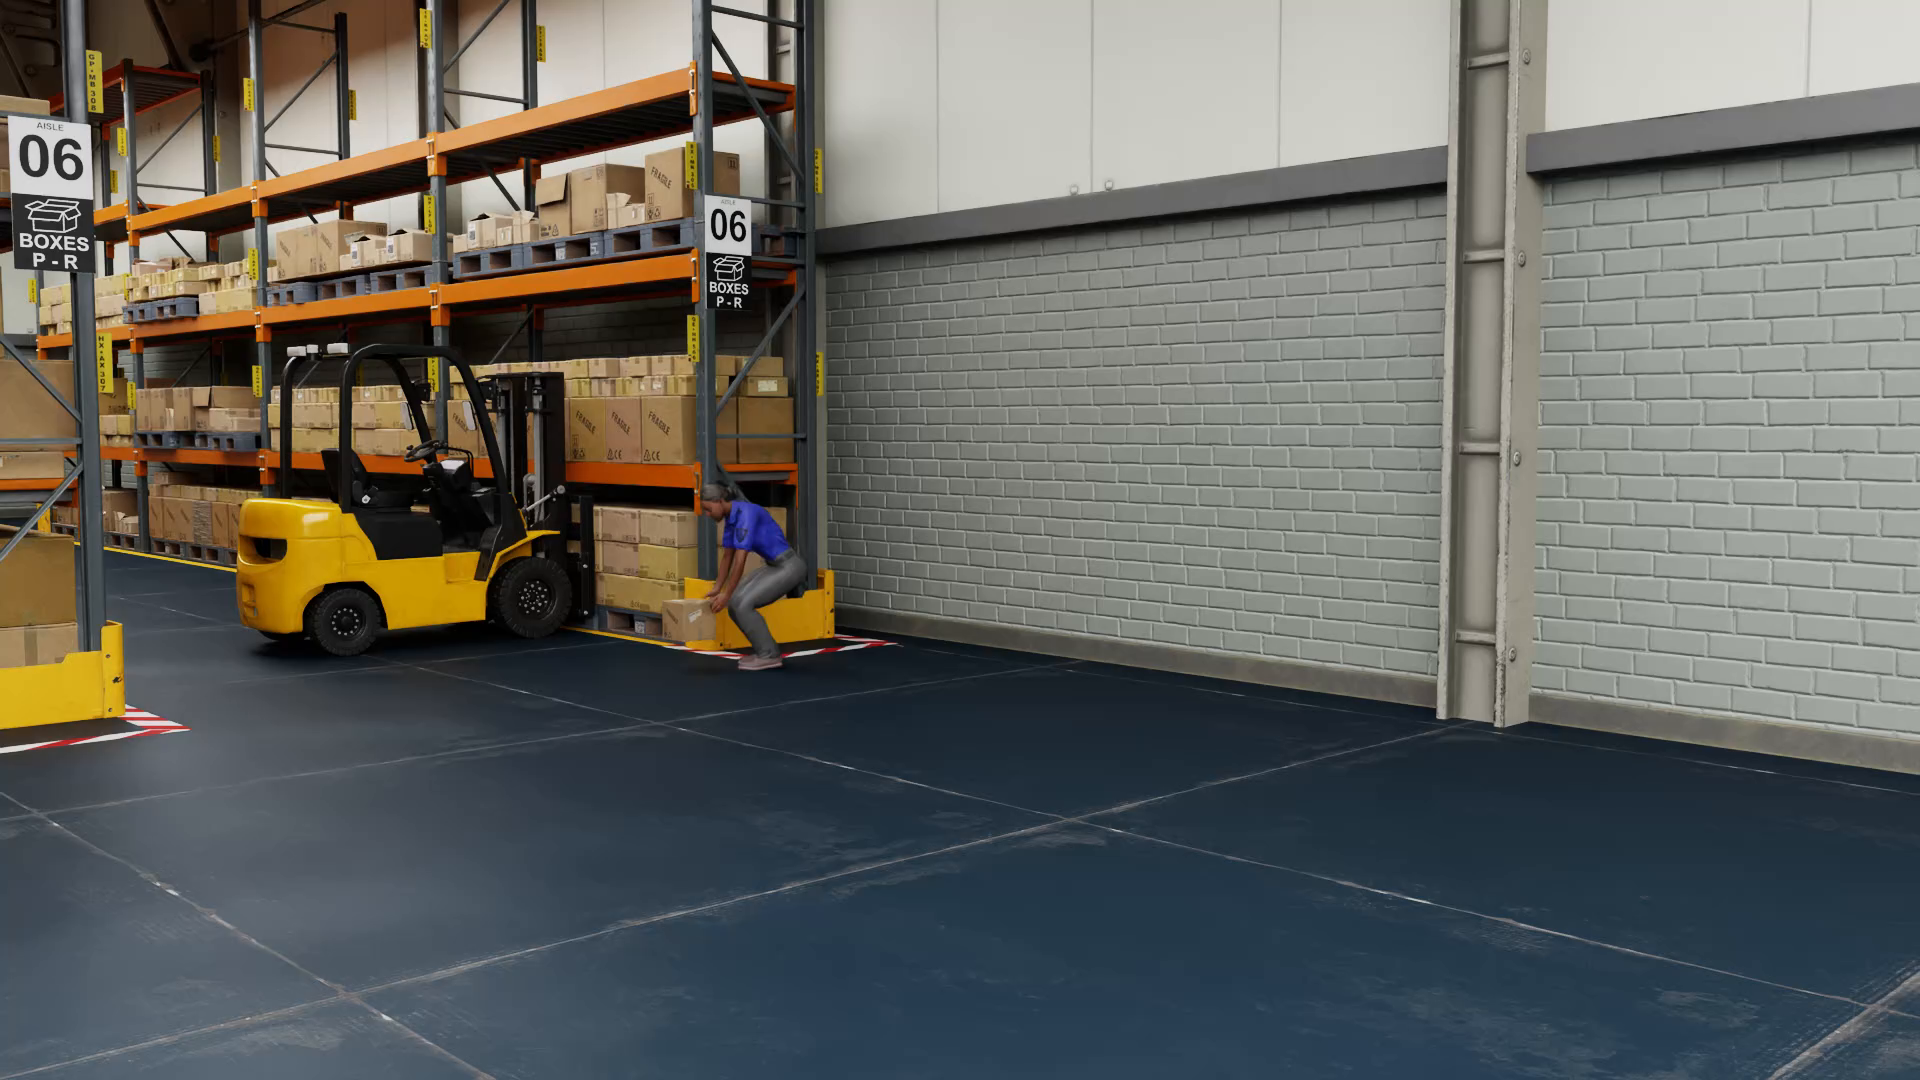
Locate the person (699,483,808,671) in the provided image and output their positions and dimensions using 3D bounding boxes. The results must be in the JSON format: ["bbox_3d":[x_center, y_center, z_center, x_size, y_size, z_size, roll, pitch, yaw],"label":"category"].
[{"bbox_3d":[-1.349,0.235,10.892,0.706,1.223,0.501,-1,4,-16],"label":"person"}]
